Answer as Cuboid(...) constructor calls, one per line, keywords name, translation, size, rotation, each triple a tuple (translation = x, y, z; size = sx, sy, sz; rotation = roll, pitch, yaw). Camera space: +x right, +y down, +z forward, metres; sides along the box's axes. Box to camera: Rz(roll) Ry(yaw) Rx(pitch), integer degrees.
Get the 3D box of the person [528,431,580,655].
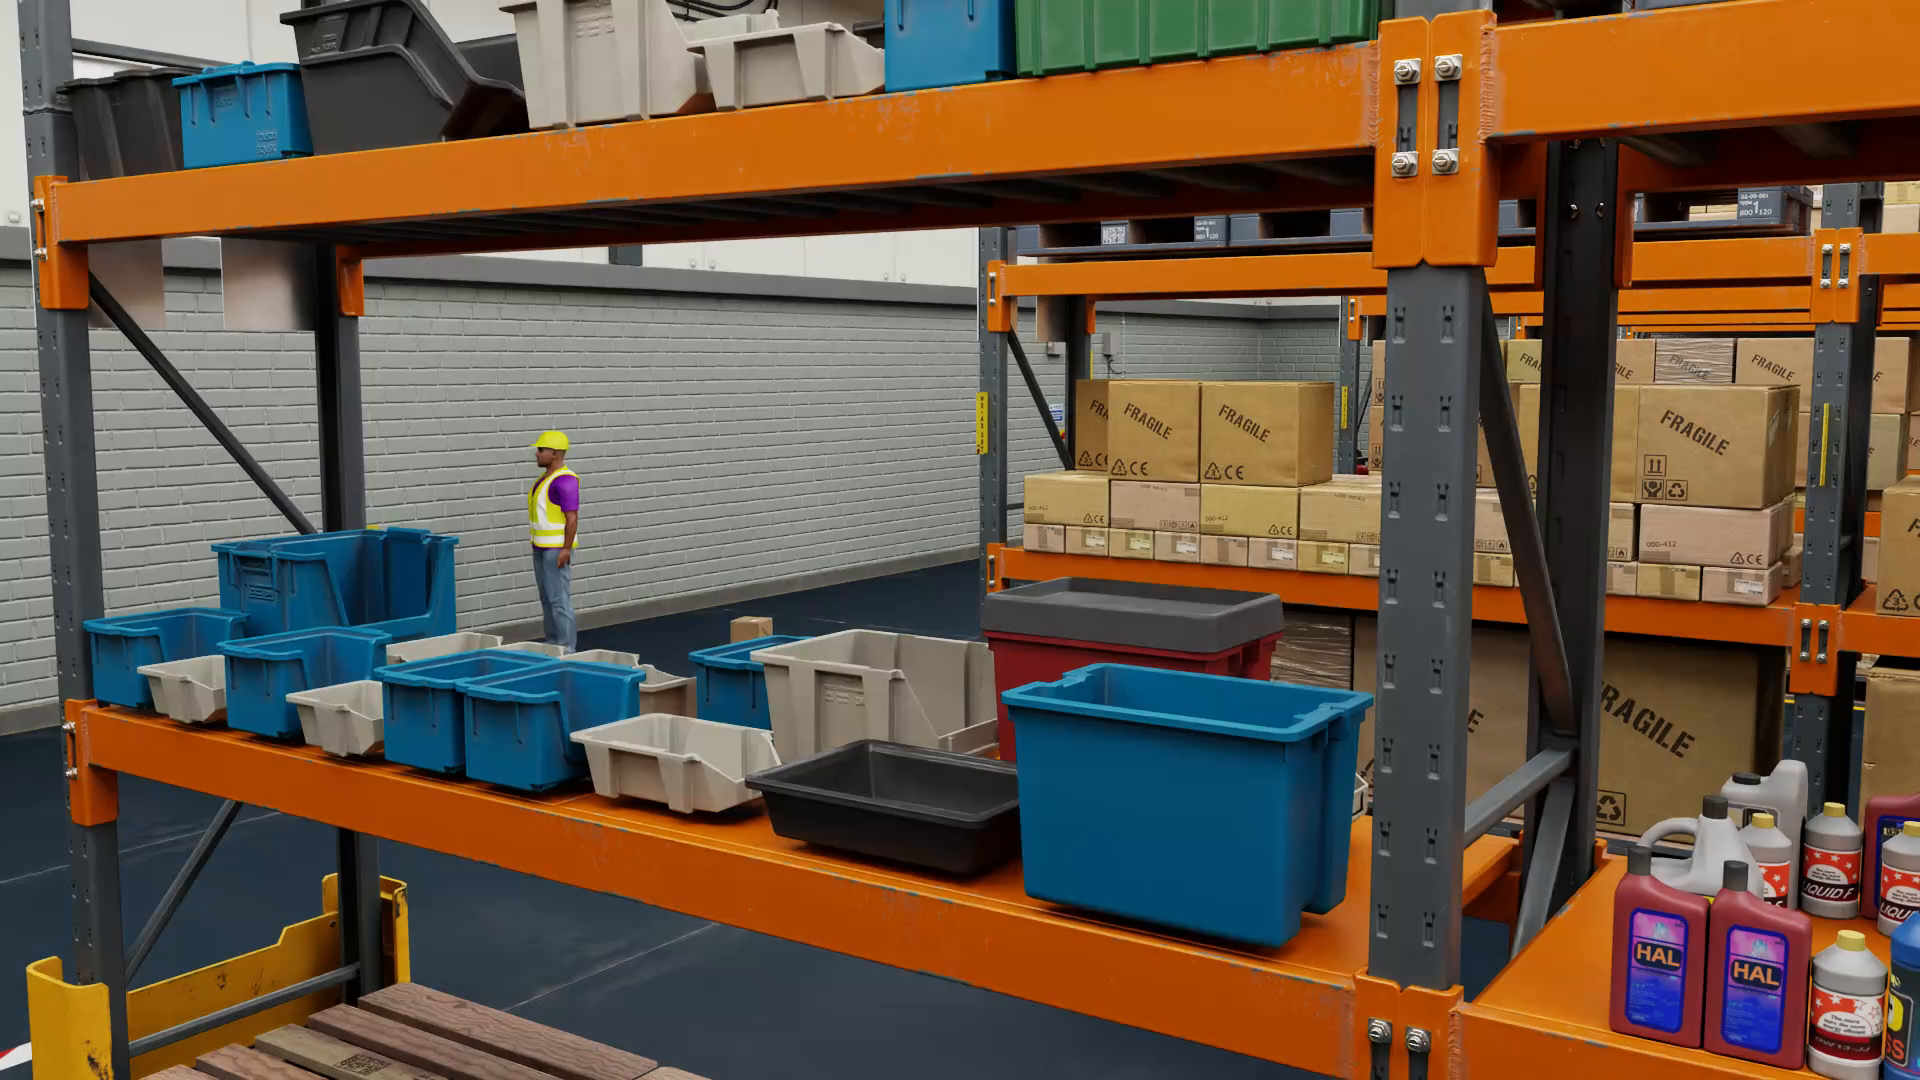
Cuboid(name="person", translation=(-3.095, 0.062, 12.590), size=(0.380, 1.771, 0.567), rotation=(-4, 7, -32))
